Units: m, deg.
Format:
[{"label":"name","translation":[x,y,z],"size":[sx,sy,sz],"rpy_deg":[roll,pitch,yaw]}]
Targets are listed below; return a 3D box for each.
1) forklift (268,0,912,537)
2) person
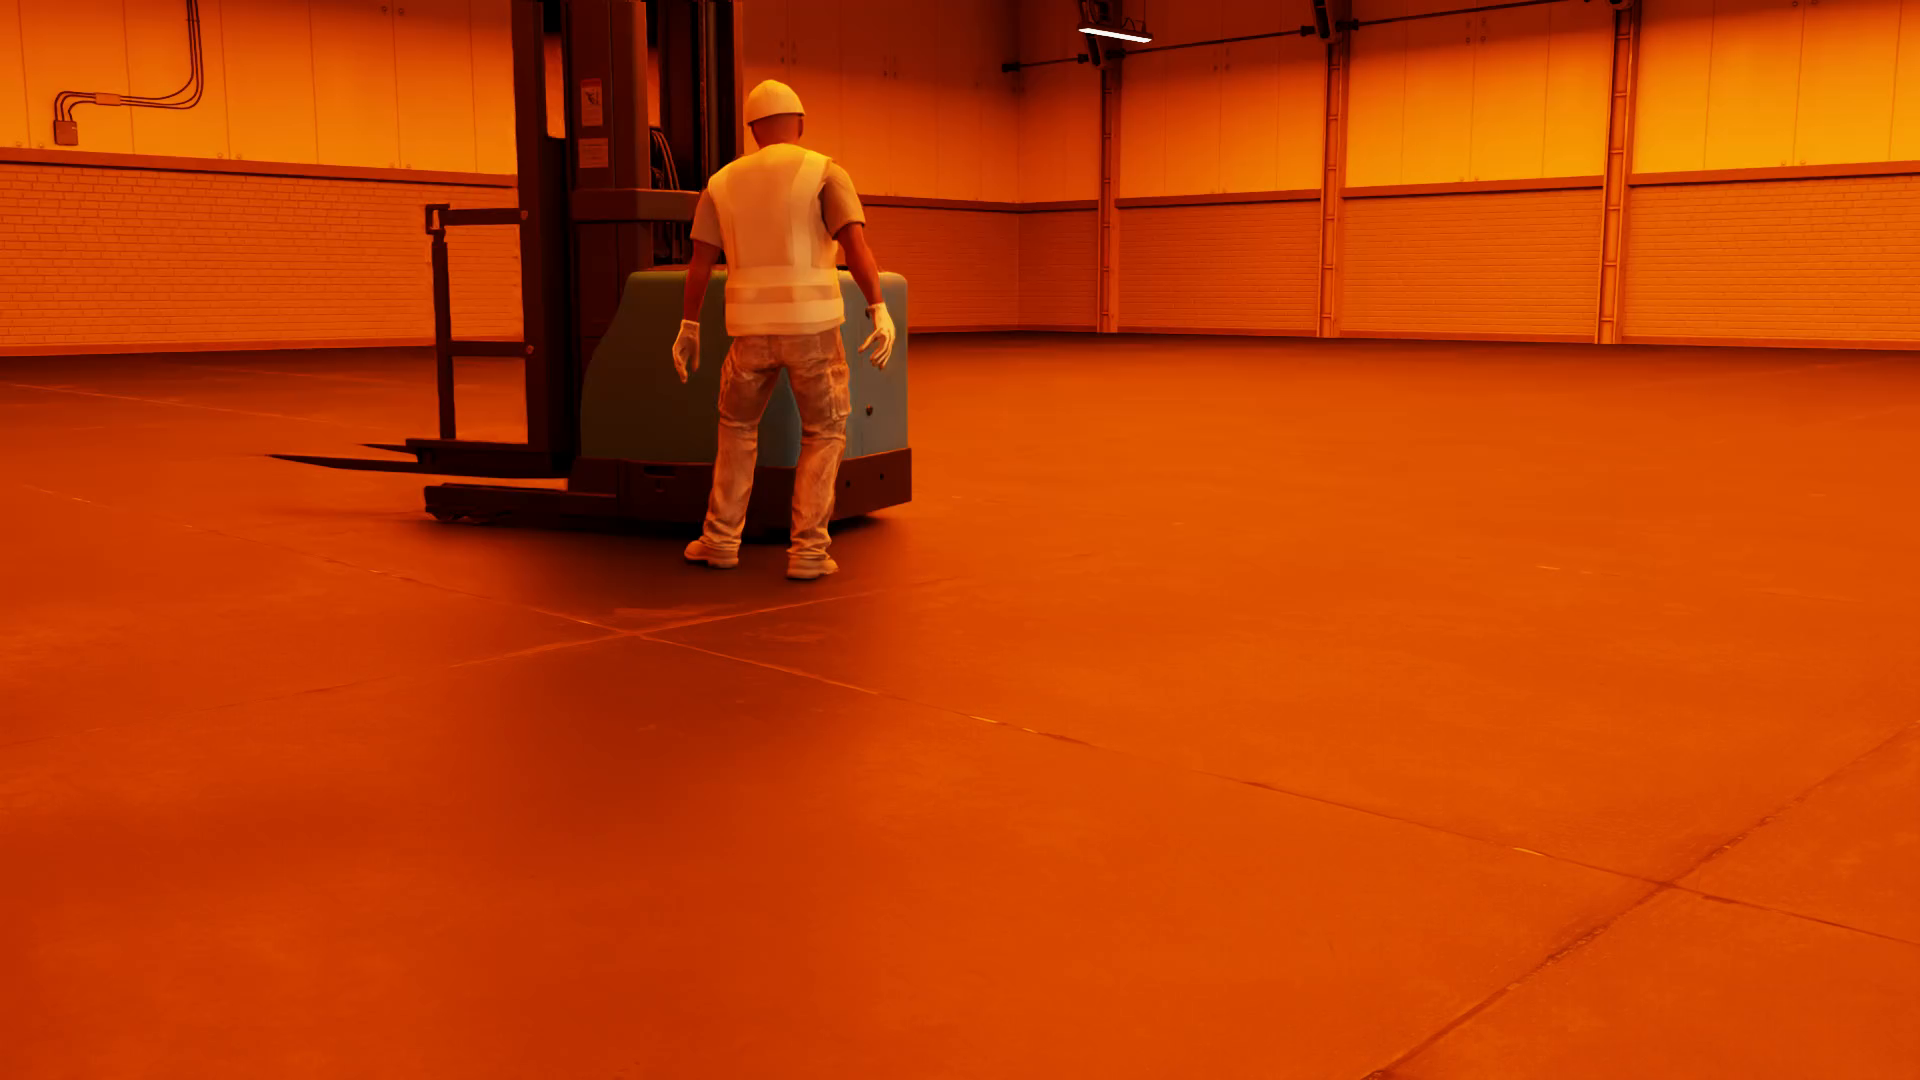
[{"label":"forklift","translation":[-1.774,-1.583,7.388],"size":[3.031,2.935,1.130],"rpy_deg":[4,9,24]},{"label":"person","translation":[-0.625,-0.746,5.912],"size":[0.897,1.746,0.458],"rpy_deg":[3,9,19]}]
